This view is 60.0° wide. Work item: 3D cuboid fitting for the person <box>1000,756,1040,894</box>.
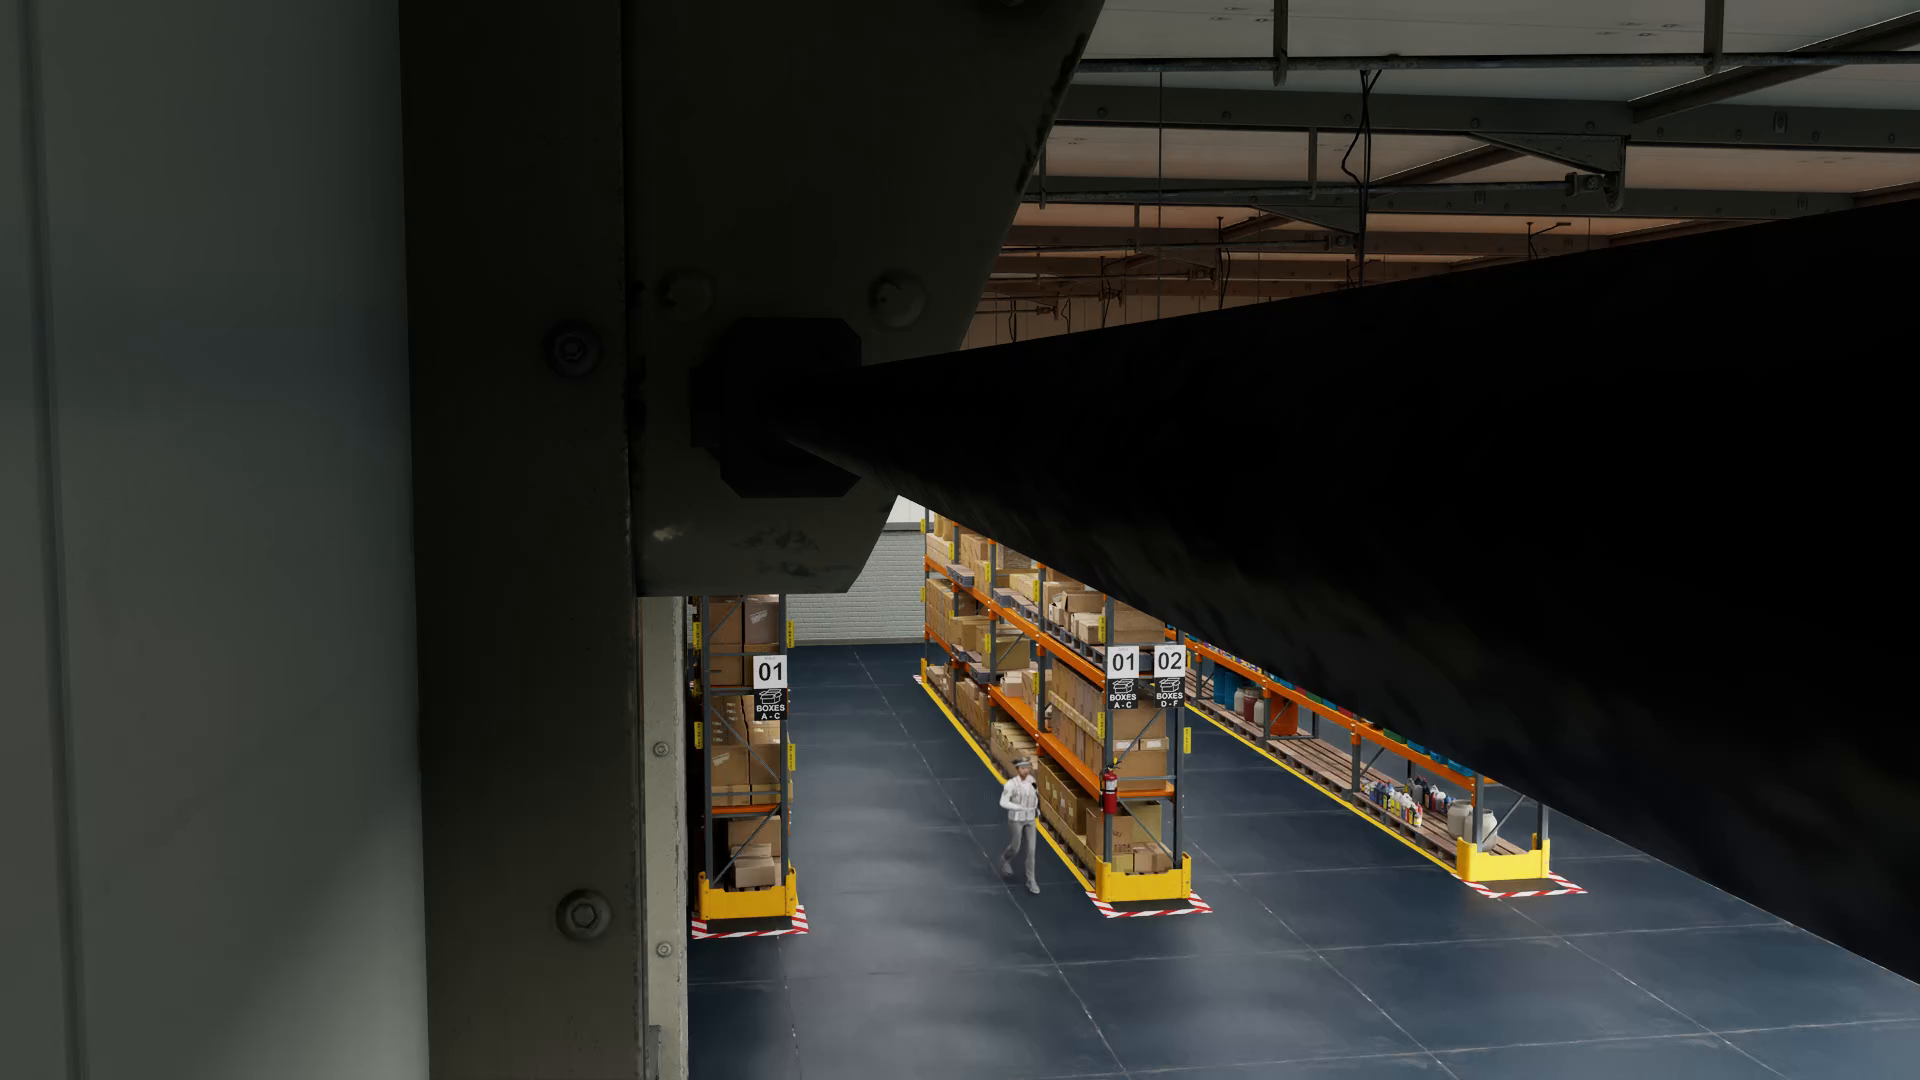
[{"bbox_3d":[0.798,3.594,21.312,0.622,1.690,0.927,-2,5,-23],"label":"person"}]
